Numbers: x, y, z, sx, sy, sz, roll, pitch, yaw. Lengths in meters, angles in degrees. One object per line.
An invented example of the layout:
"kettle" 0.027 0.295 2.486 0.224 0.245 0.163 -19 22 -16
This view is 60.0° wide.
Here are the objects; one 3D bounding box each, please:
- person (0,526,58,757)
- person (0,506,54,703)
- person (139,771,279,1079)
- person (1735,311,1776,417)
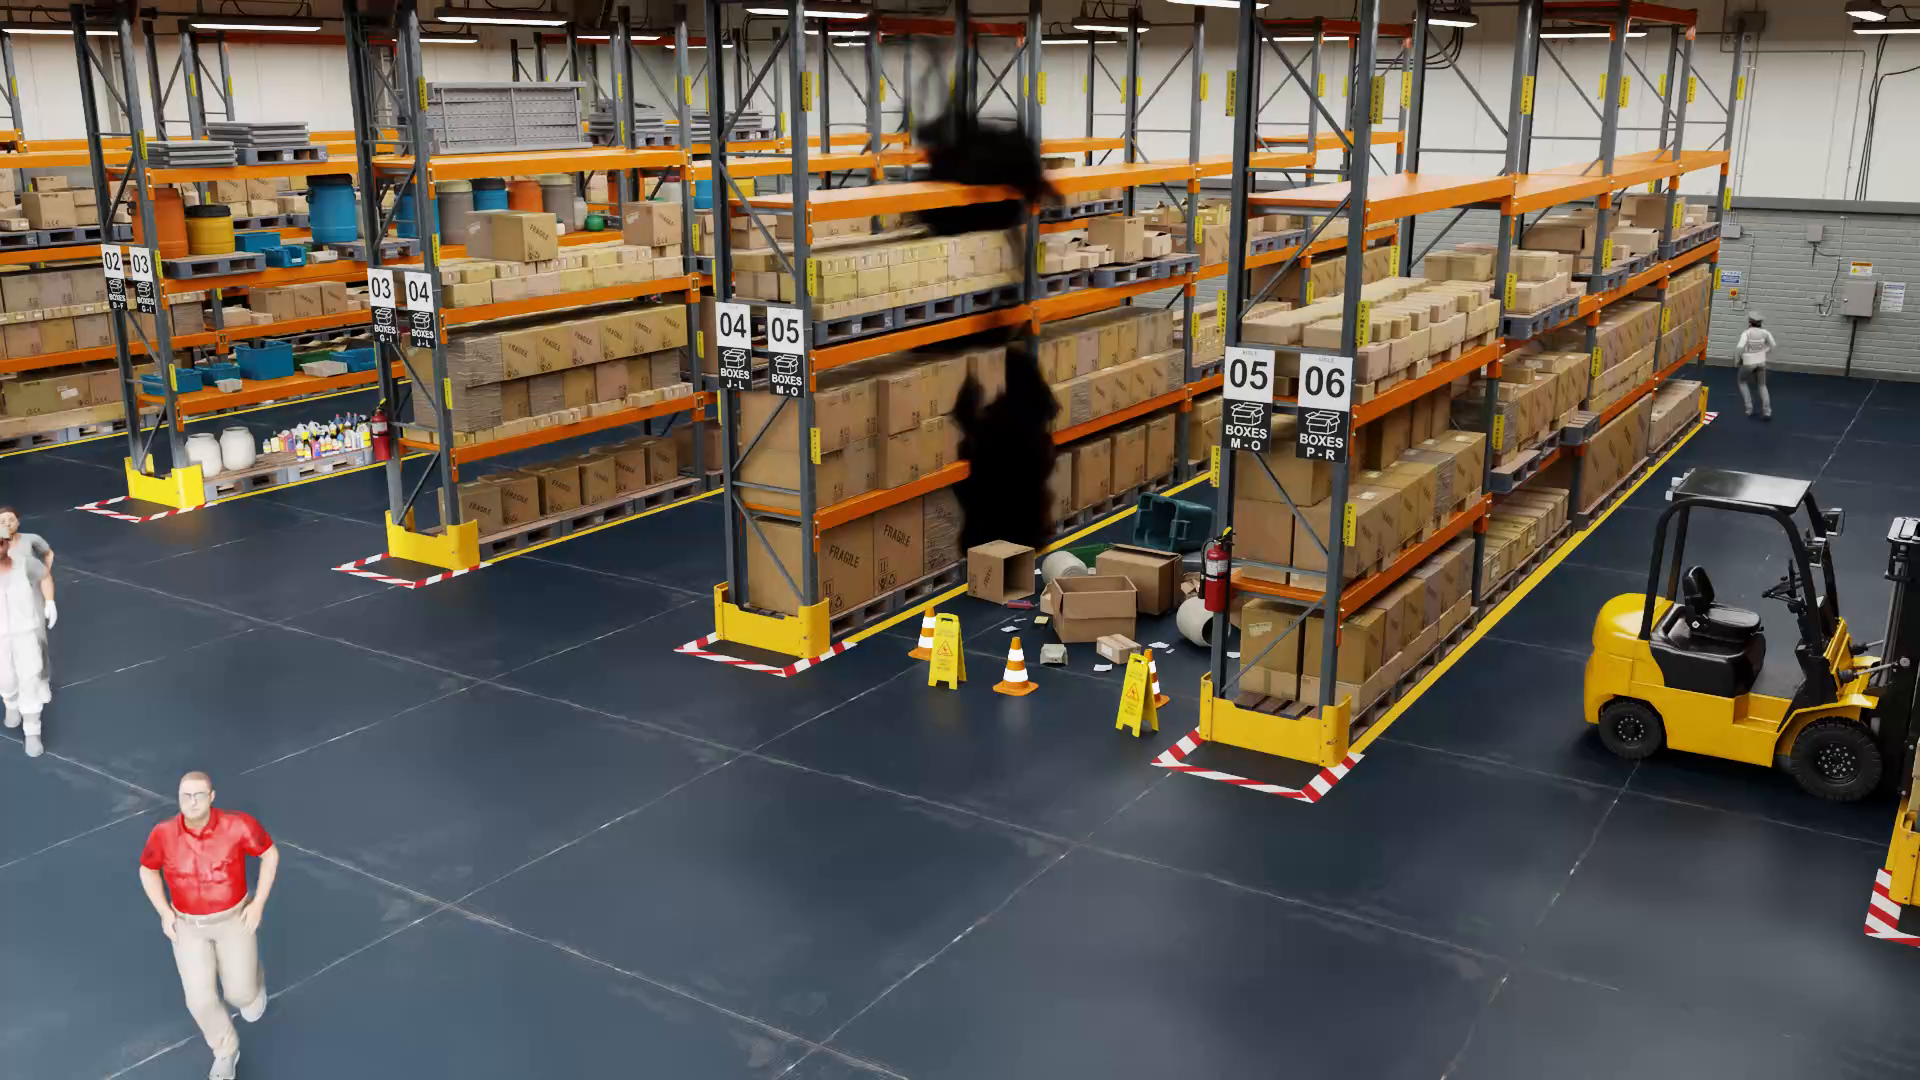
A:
"person" -7.515 0.744 13.181 0.682 1.807 0.862 -9 18 -28
"person" -7.979 0.545 14.155 0.544 1.705 0.679 -7 17 -25
"person" -3.967 2.008 8.856 0.686 1.682 0.653 -4 16 -16
"person" 12.367 -2.732 25.981 0.674 1.690 0.652 1 16 3
